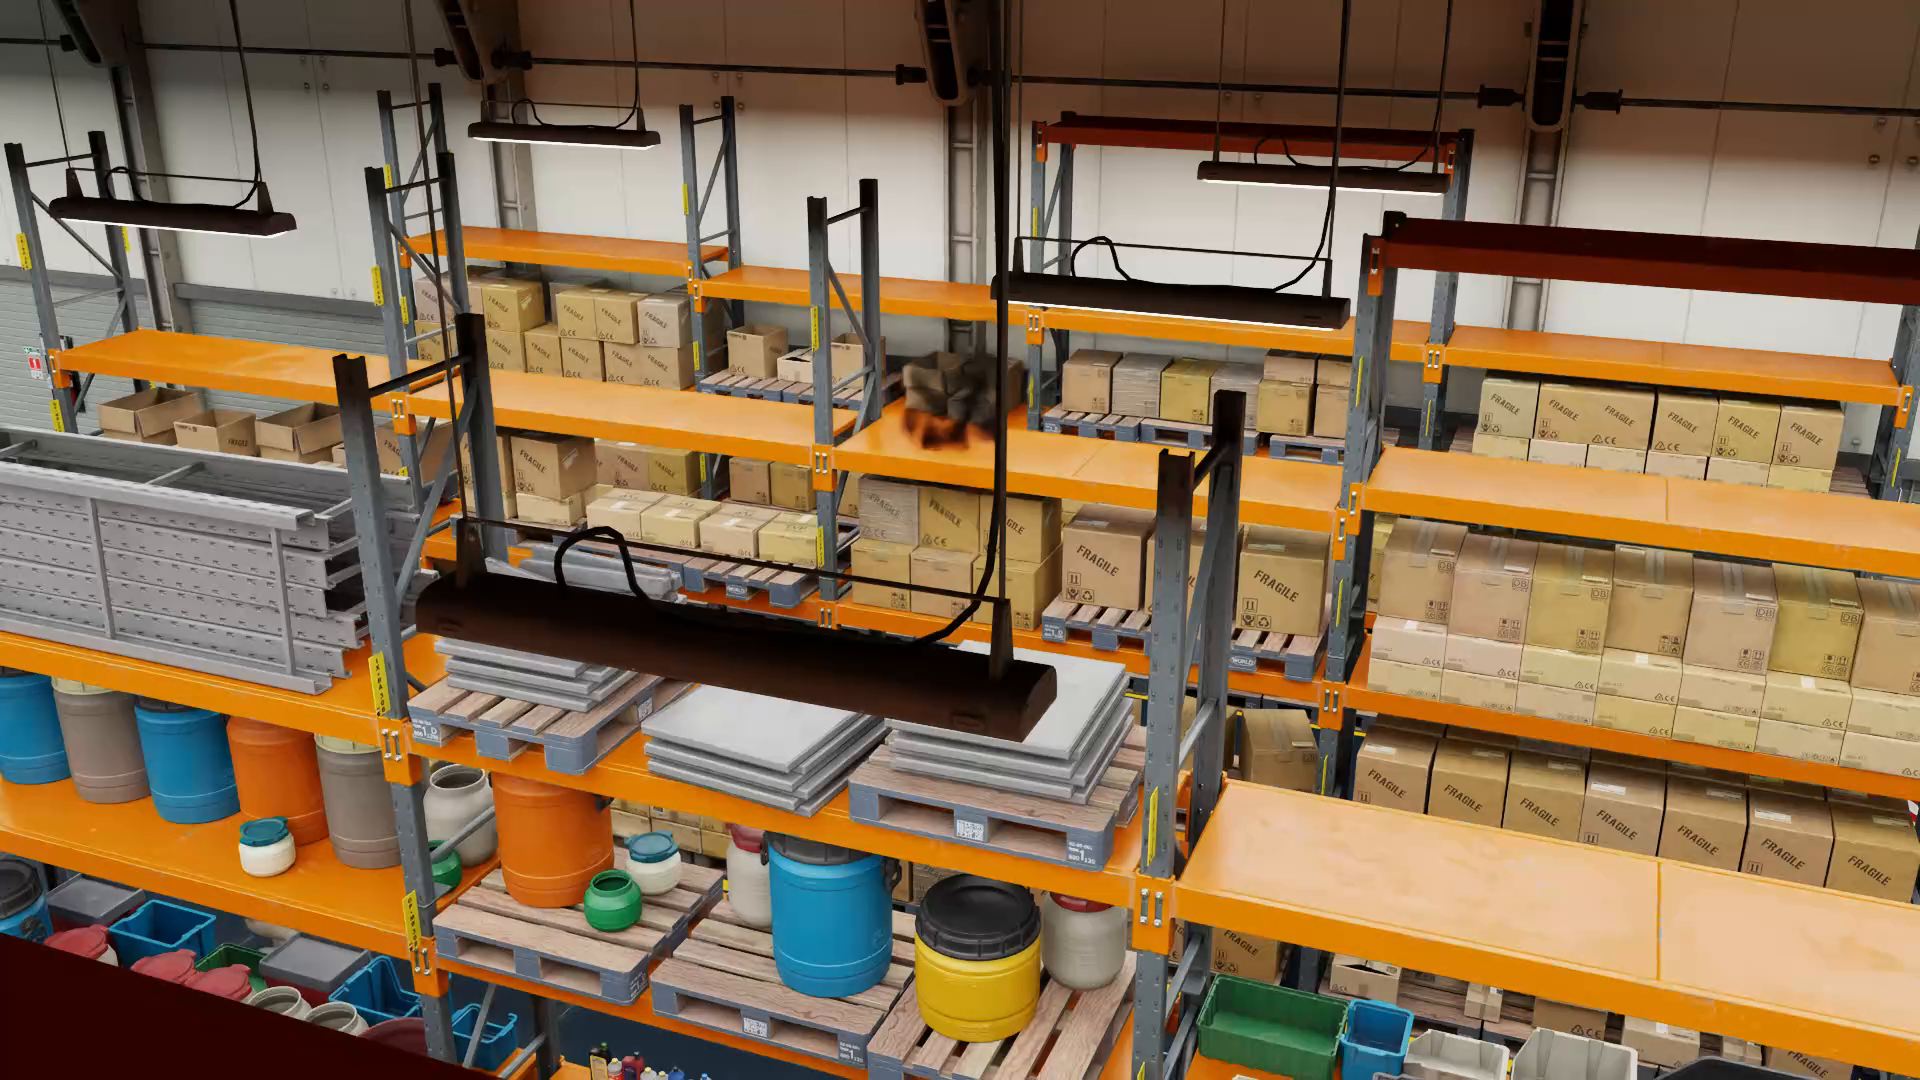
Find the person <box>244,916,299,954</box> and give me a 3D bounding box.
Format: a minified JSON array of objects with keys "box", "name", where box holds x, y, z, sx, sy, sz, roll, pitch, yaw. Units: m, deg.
[{"box":[-5.387,2.628,13.130,0.645,1.675,0.664,5,21,14],"name":"person"}]
